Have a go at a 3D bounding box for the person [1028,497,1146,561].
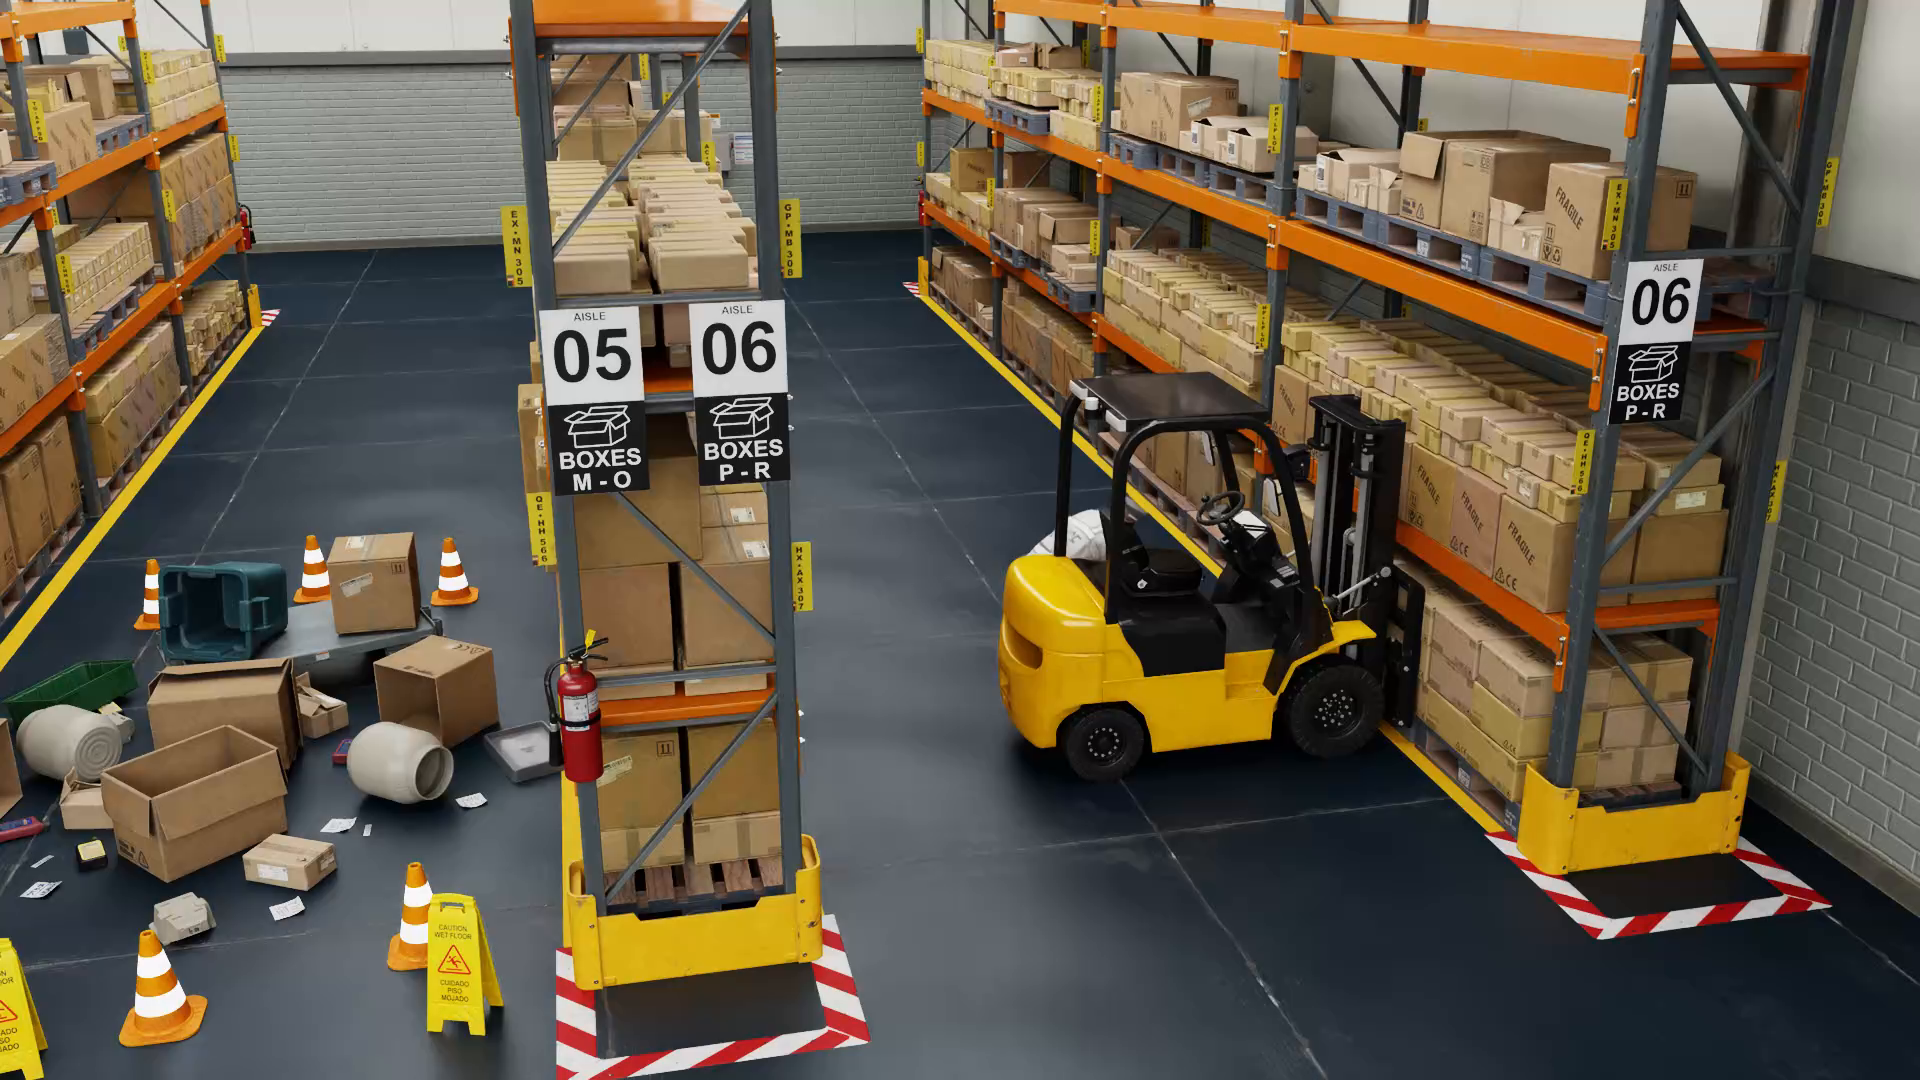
[{"bbox_3d":[0.867,0.200,11.620,0.904,1.010,0.568,-4,20,-12],"label":"person"}]
